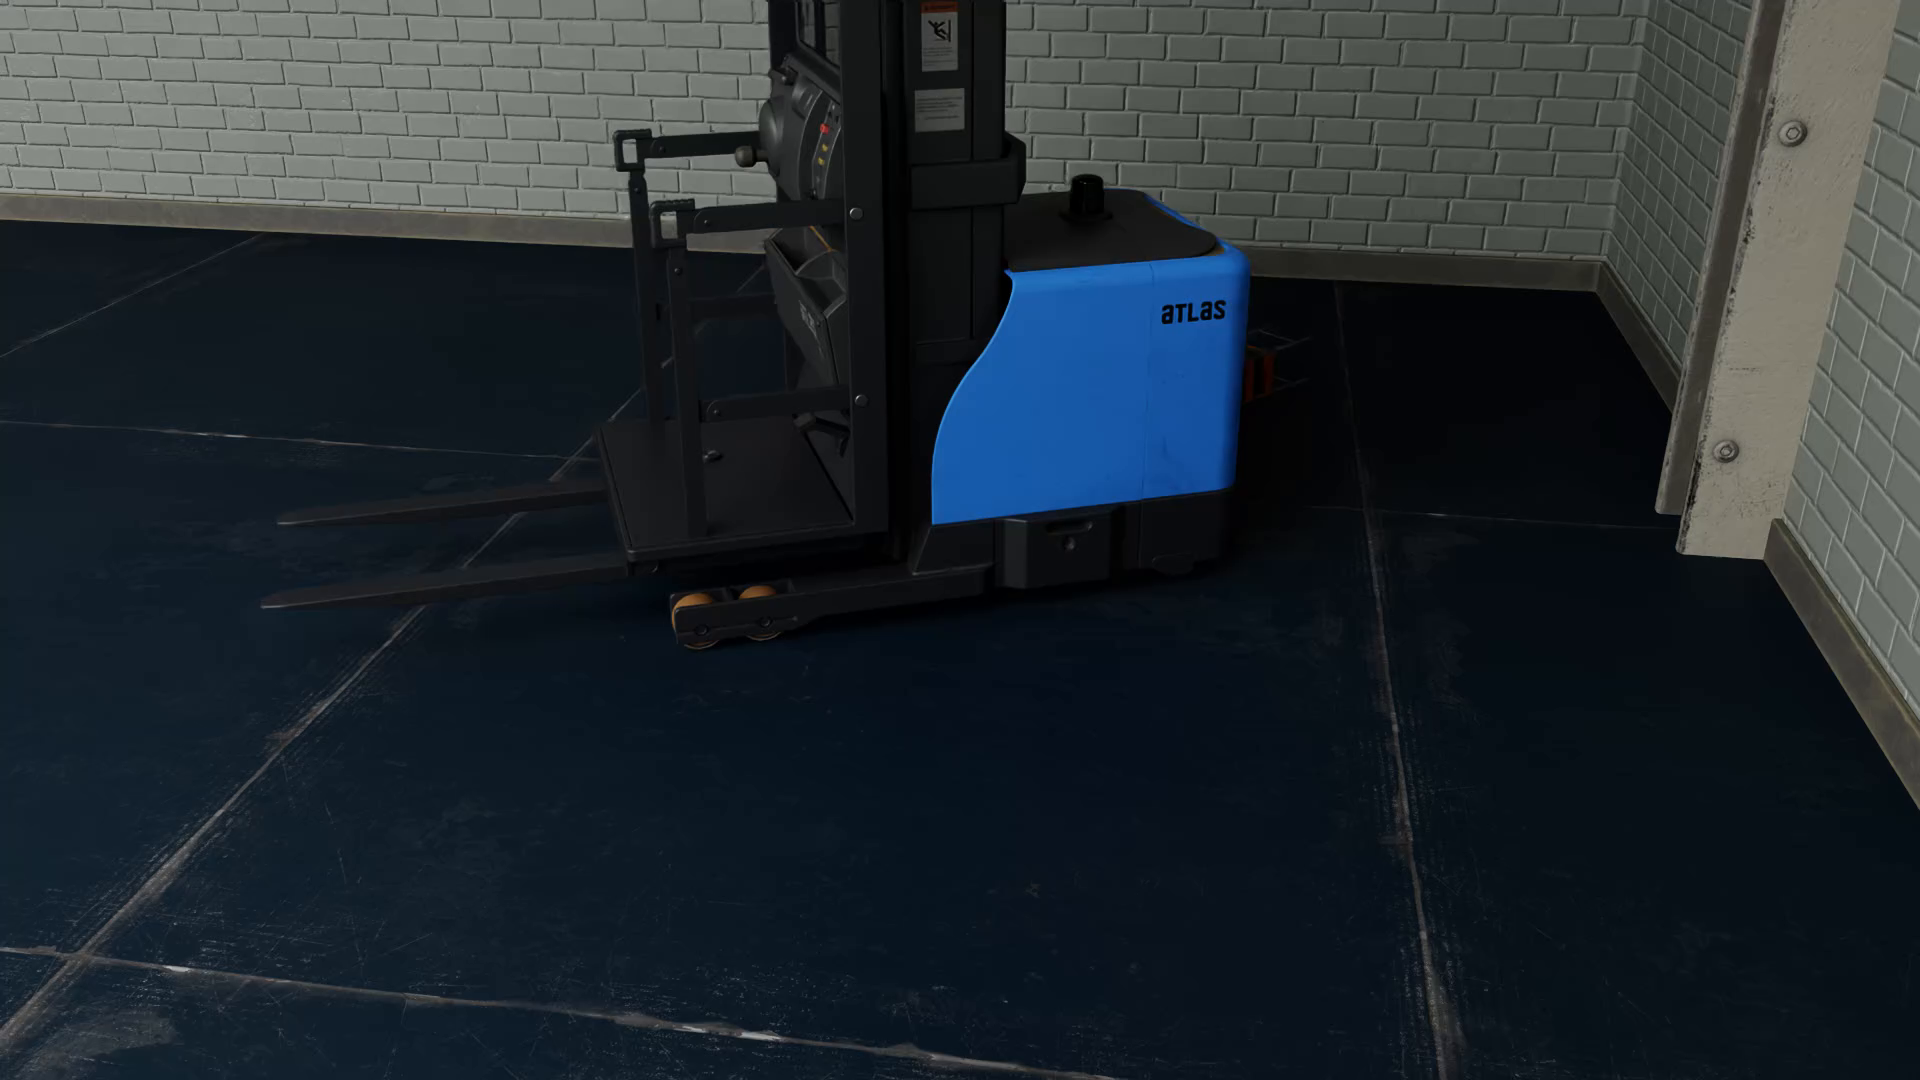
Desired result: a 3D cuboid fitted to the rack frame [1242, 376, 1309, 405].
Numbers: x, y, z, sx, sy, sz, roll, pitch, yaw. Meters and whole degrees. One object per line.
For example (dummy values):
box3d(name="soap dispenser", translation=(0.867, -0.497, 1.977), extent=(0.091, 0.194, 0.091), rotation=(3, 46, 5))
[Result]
box3d(name="rack frame", translation=(0.954, -0.547, 6.860), extent=(1.200, 0.006, 0.240), rotation=(-21, 32, -34))

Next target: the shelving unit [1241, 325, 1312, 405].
box3d(name="shelving unit", translation=(0.952, -0.629, 6.819), extent=(1.200, 0.189, 0.258), rotation=(-21, 32, -34))

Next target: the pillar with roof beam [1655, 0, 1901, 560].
box3d(name="pillar with roof beam", translation=(-1.620, -4.399, 4.534), extent=(9.100, 9.000, 0.400), rotation=(4, 25, 9))

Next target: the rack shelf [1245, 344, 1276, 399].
box3d(name="rack shelf", translation=(1.196, -0.723, 6.996), extent=(0.103, 0.180, 0.258), rotation=(-21, 32, -34))

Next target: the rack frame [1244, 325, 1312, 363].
box3d(name="rack frame", translation=(0.950, -0.711, 6.779), extent=(1.200, 0.006, 0.240), rotation=(-21, 32, -34))

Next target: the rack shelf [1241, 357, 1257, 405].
box3d(name="rack shelf", translation=(1.103, -0.687, 6.929), extent=(0.103, 0.180, 0.258), rotation=(-21, 32, -34))

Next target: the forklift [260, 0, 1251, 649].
box3d(name="forklift", translation=(-0.662, -1.246, 4.954), extent=(3.031, 2.935, 1.130), rotation=(-7, 26, -15))
